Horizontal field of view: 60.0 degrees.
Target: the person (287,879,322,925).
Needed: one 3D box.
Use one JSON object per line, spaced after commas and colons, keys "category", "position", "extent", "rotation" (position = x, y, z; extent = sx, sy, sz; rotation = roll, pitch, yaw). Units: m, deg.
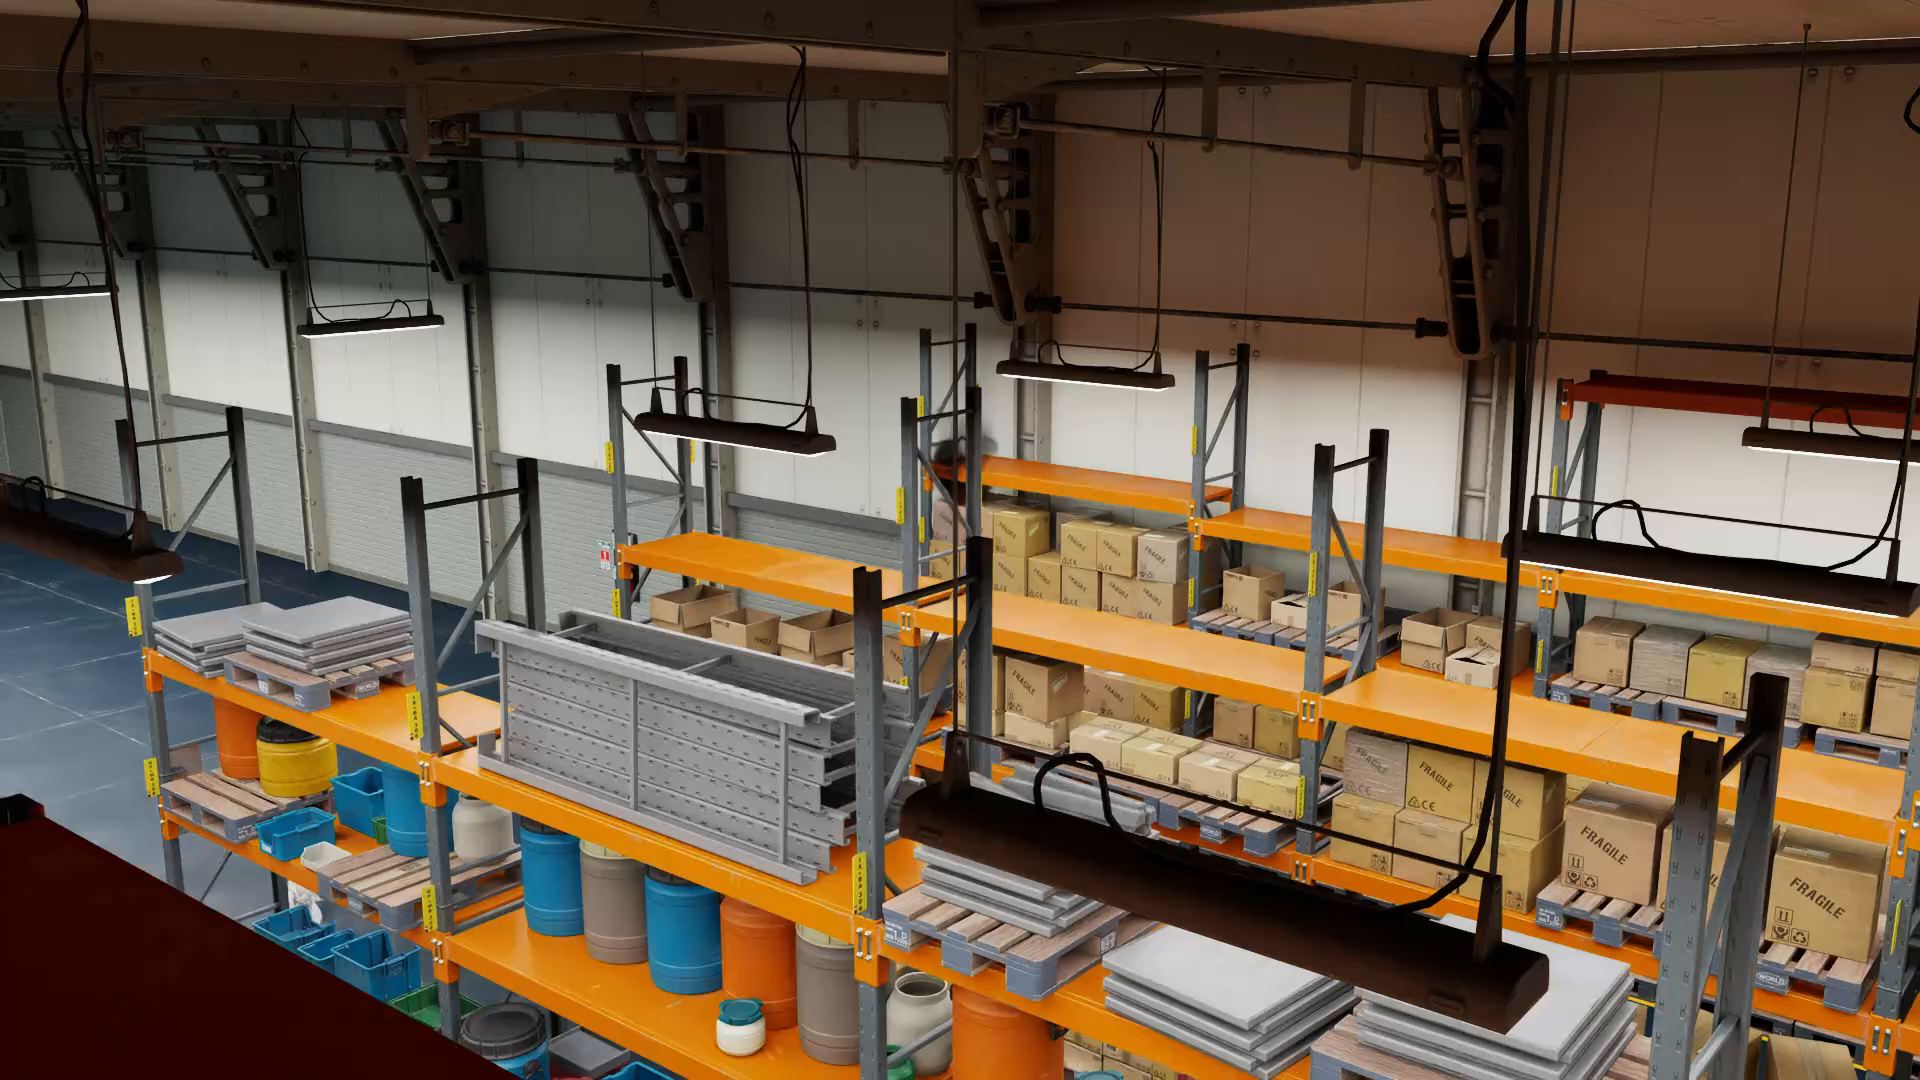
{"category": "person", "position": [-6.257, 3.748, 15.940], "extent": [0.626, 1.708, 0.602], "rotation": [0, 13, -1]}
